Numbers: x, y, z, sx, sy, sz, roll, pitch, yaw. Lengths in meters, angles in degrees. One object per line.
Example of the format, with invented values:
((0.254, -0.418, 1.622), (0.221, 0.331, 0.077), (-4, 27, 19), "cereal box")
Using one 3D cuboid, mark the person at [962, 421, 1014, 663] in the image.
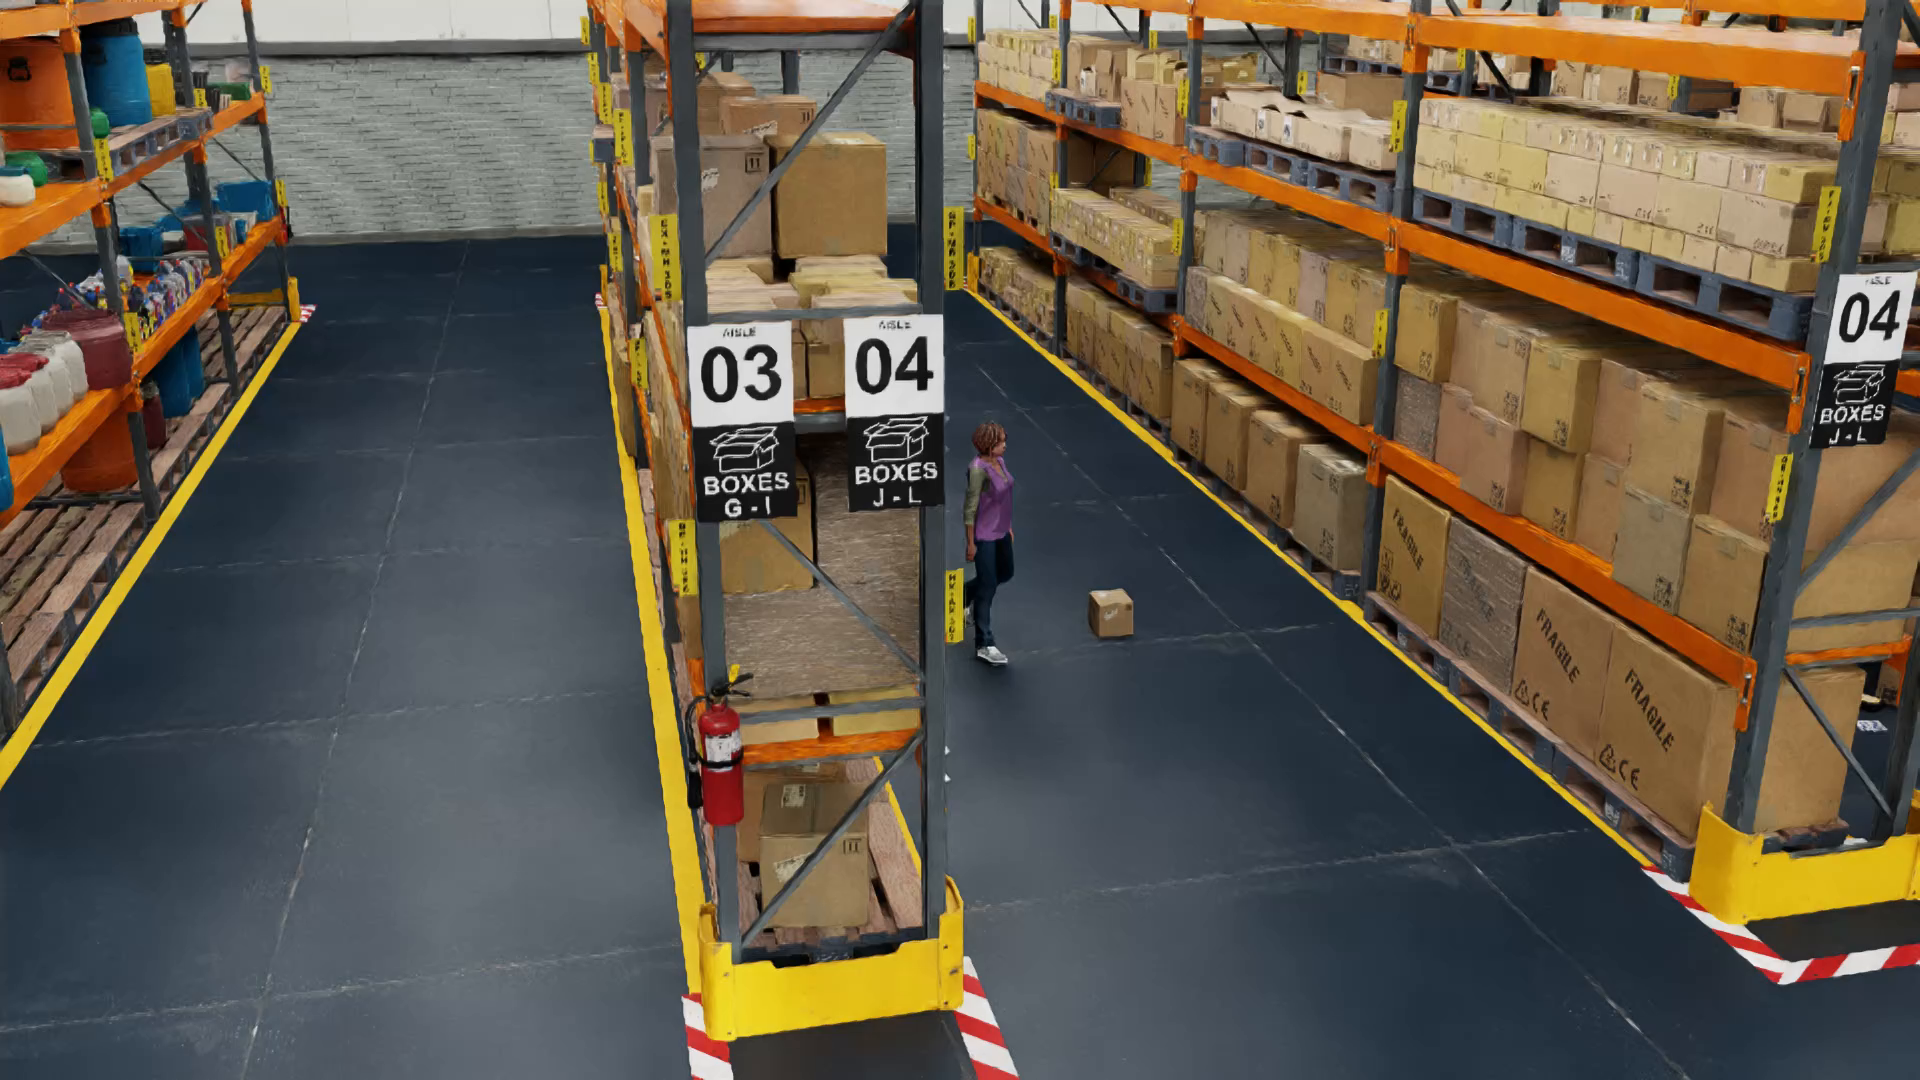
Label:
((0.130, -0.025, 11.111), (0.575, 1.589, 0.546), (7, 21, 18), "person")
